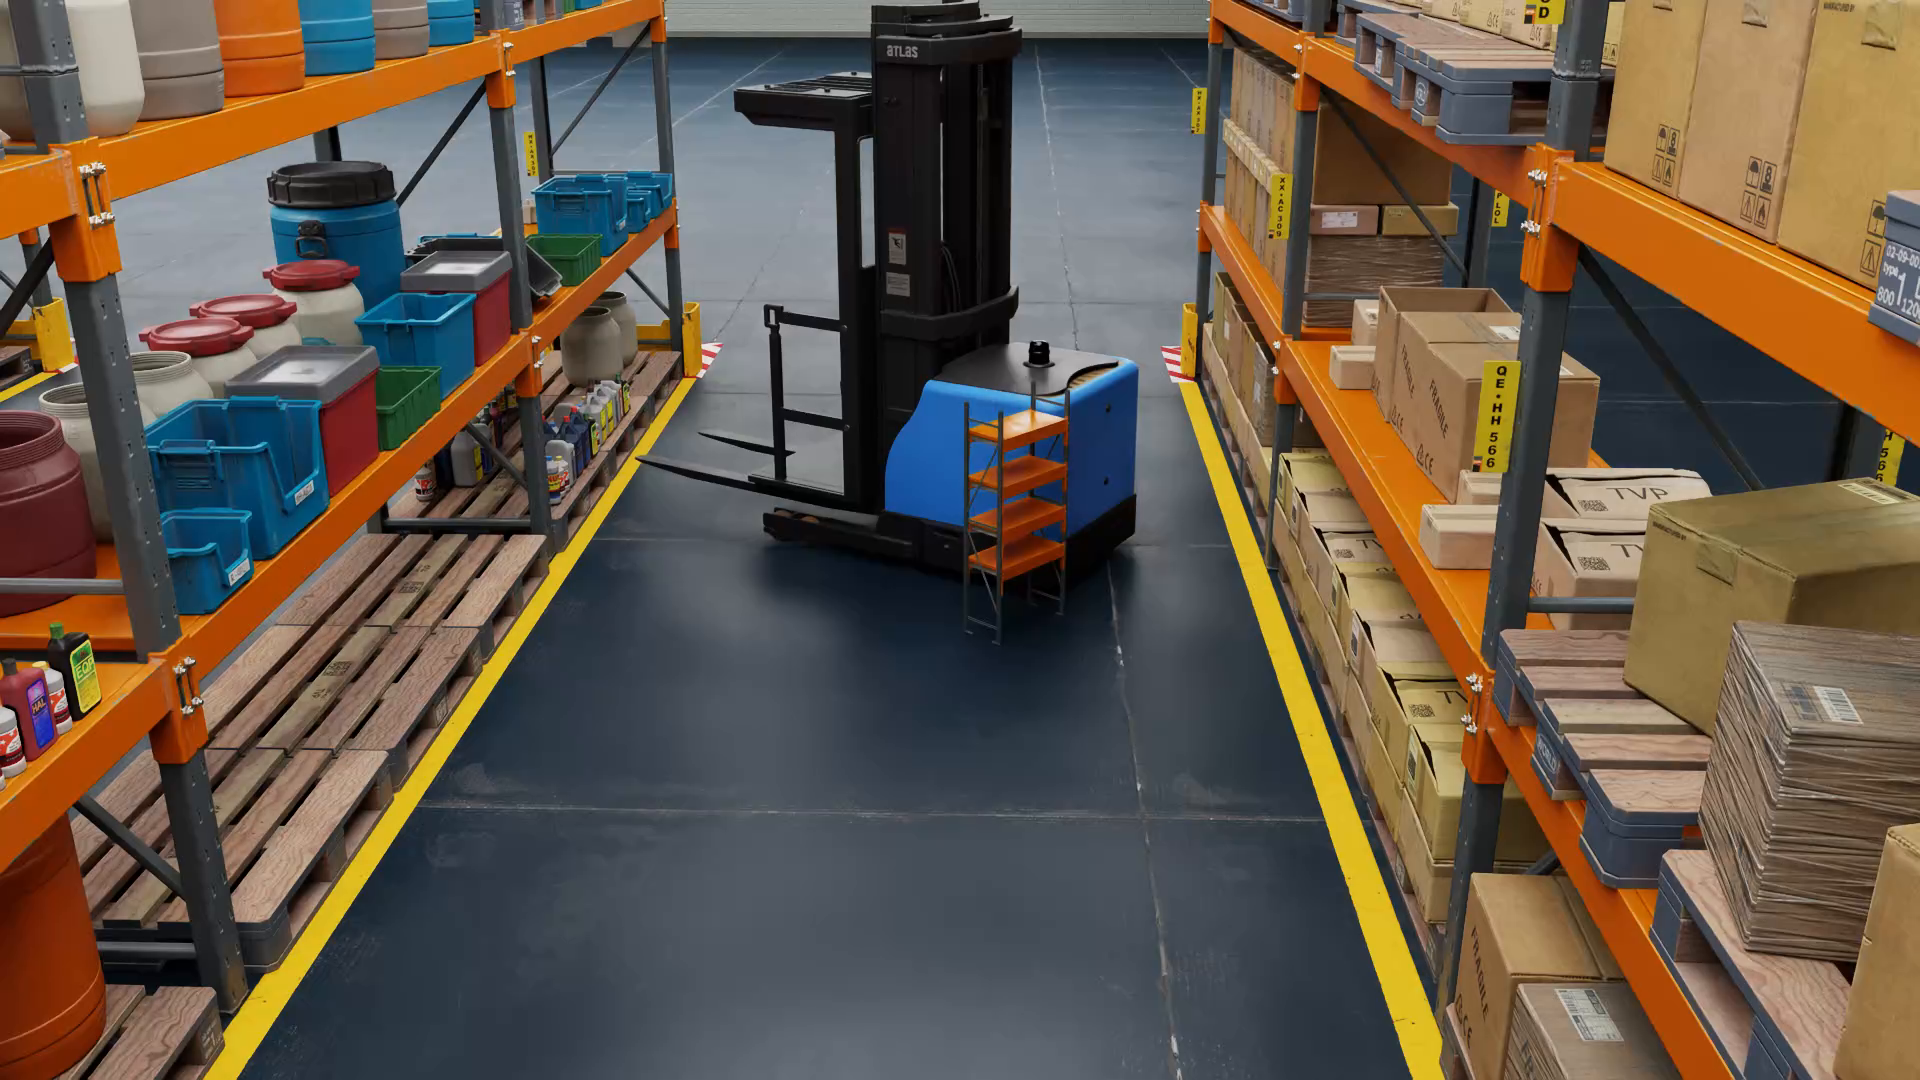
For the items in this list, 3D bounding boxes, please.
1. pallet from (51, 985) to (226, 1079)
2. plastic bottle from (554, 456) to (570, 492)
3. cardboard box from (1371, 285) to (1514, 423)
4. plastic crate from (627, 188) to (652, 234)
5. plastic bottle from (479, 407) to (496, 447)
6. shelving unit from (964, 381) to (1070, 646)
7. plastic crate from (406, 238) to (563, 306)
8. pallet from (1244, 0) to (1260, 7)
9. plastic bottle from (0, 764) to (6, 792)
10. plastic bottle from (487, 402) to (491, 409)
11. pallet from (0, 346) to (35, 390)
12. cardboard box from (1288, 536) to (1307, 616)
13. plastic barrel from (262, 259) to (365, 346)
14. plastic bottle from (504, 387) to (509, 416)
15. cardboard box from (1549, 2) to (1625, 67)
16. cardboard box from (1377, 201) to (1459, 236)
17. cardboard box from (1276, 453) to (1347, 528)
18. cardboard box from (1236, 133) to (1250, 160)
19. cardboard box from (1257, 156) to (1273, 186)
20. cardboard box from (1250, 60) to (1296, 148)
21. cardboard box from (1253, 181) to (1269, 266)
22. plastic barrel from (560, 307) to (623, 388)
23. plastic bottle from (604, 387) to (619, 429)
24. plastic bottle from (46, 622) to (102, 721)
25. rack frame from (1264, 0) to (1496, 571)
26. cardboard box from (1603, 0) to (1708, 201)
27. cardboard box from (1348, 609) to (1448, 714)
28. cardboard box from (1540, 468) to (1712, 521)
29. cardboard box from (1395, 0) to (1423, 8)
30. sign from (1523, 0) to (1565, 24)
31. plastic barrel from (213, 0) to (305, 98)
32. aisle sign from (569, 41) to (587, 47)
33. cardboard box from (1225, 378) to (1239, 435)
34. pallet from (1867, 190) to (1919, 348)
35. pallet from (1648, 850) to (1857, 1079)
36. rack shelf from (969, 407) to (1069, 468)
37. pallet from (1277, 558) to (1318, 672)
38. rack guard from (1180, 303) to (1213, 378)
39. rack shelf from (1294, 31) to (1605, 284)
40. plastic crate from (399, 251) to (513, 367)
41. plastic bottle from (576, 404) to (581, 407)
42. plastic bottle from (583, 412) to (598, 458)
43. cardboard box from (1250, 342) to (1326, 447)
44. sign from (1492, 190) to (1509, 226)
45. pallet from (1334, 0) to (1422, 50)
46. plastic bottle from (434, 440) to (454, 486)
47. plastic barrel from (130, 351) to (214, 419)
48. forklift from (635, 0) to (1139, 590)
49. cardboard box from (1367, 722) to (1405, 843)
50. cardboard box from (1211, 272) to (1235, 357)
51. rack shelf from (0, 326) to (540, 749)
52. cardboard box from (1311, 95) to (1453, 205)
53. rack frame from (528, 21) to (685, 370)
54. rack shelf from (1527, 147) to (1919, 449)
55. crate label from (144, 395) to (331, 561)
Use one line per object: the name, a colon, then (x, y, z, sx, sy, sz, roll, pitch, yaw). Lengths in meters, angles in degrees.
pallet: (-2.873, 1.731, 4.777, 1.003, 0.211, 1.213, 1, 21, 2)
plastic bottle: (-2.315, -0.386, 9.637, 0.097, 0.201, 0.097, 0, 21, 0)
cardboard box: (2.126, -0.824, 7.368, 0.500, 0.500, 0.500, 2, 21, 6)
plastic crate: (-2.389, -2.259, 11.410, 0.499, 0.251, 0.408, 1, 21, 2)
plastic bottle: (-2.919, -0.670, 10.257, 0.061, 0.283, 0.133, 1, 21, 2)
shelving unit: (0.277, -0.135, 8.218, 0.258, 1.200, 0.503, 19, 28, 40)
plastic crate: (-2.626, -1.460, 9.231, 0.767, 0.338, 0.504, 1, 21, 2)
pallet: (2.221, -3.351, 9.995, 1.003, 0.211, 1.213, 1, 21, 2)
plastic bottle: (-2.509, 0.549, 4.243, 0.097, 0.201, 0.097, 0, 21, 0)
plastic bottle: (-3.034, -0.795, 10.595, 0.097, 0.271, 0.097, 0, 21, 0)
pallet: (-7.661, -1.181, 12.281, 1.003, 0.211, 1.213, 1, 21, 2)
cardboard box: (1.905, 0.169, 8.168, 0.500, 0.250, 0.500, 1, 21, 3)
plastic barrel: (-3.018, -1.021, 7.826, 0.433, 0.535, 0.433, 0, 21, 0)
plastic bottle: (-3.040, -0.952, 10.984, 0.061, 0.283, 0.133, 1, 21, 3)
cardboard box: (2.017, -1.488, 4.698, 0.500, 0.250, 0.500, -1, 21, -2)
cardboard box: (2.383, -1.689, 8.701, 0.380, 0.149, 0.250, 1, 21, 2)
cardboard box: (1.920, -0.274, 8.534, 0.500, 0.311, 0.500, 1, 21, 2)
cardboard box: (2.052, -2.624, 11.111, 0.380, 0.149, 0.250, 0, 21, 1)
cardboard box: (2.021, -2.250, 10.147, 0.380, 0.149, 0.250, 1, 21, 3)
cardboard box: (2.250, -2.783, 10.623, 0.700, 0.500, 0.500, 1, 21, 2)
cardboard box: (2.232, -2.010, 10.424, 0.700, 0.500, 0.500, 1, 21, 3)
plastic barrel: (-2.607, -1.363, 11.755, 0.421, 0.512, 0.421, 0, 21, 0)
plastic bottle: (-2.305, -0.873, 10.789, 0.152, 0.276, 0.135, 0, 21, 0)
plastic bottle: (-2.477, 0.350, 4.641, 0.061, 0.283, 0.133, 1, 21, 2)
rack frame: (2.182, -1.245, 8.592, 1.000, 3.000, 0.127, 1, 21, 2)
cardboard box: (2.080, -1.086, 3.896, 0.910, 0.500, 0.500, 1, 21, 2)
cardboard box: (1.857, 0.463, 6.634, 0.500, 0.311, 0.500, 0, 21, 1)
cardboard box: (2.281, -0.079, 5.709, 0.500, 0.311, 0.500, 0, 21, 1)
cardboard box: (2.139, -2.348, 6.915, 0.500, 0.250, 0.500, -1, 21, -4)
sign: (1.505, -1.485, 4.237, 0.100, 0.325, 0.005, 1, 21, 2)
plastic barrel: (-2.629, -1.985, 5.757, 0.600, 0.830, 0.708, 1, 21, 2)
aisle sign: (-2.938, -3.989, 12.068, 0.394, 0.787, 0.004, 1, 21, 2)
cardboard box: (2.017, -0.872, 10.850, 0.500, 0.250, 0.500, 1, 21, 2)
pallet: (2.057, -0.274, 2.201, 1.213, 0.211, 1.003, 1, 21, 2)
pallet: (2.005, 0.994, 3.087, 1.003, 0.211, 1.213, 1, 21, 2)
rack shelf: (0.277, -0.501, 8.076, 0.258, 0.148, 0.480, 19, 28, 40)
pallet: (2.198, 0.321, 8.409, 1.003, 0.211, 1.213, 1, 21, 2)
rack guard: (2.304, -1.535, 12.794, 1.175, 0.500, 0.348, 1, 21, 2)
rack shelf: (2.121, -1.585, 6.316, 1.077, 0.370, 4.000, 1, 21, 2)
plastic crate: (-2.478, -1.153, 8.264, 0.402, 0.464, 0.583, 1, 21, 2)
plastic bottle: (-2.428, -0.764, 10.611, 0.097, 0.201, 0.097, 0, 21, 0)
plastic bottle: (-2.278, -0.655, 10.217, 0.061, 0.283, 0.133, 2, 21, 4)
cardboard box: (2.004, -0.860, 9.782, 0.500, 0.500, 0.500, 1, 21, 2)
sign: (2.724, -1.746, 8.390, 0.100, 0.325, 0.005, 1, 21, 2)
pallet: (2.168, -2.236, 7.262, 0.805, 0.209, 1.217, 0, 21, -1)
plastic bottle: (-3.038, -0.507, 9.744, 0.144, 0.351, 0.185, 0, 21, 0)
plastic barrel: (-3.060, -0.434, 6.345, 0.421, 0.512, 0.421, 0, 21, 0)
forklift: (-0.533, -1.483, 9.299, 3.031, 2.935, 1.130, 12, 24, 29)
cardboard box: (1.844, 0.908, 6.264, 0.500, 0.250, 0.500, 0, 21, 1)
cardboard box: (2.051, -1.583, 11.646, 0.500, 0.500, 0.500, 1, 21, 2)
rack shelf: (-2.830, -0.243, 7.002, 1.077, 0.370, 4.000, 1, 21, 2)
cardboard box: (2.189, -2.057, 8.753, 0.700, 0.500, 0.500, 1, 21, 2)
rack frame: (-2.648, -2.748, 12.463, 1.000, 3.000, 0.127, 1, 21, 2)
rack shelf: (1.999, -0.139, 2.588, 1.077, 0.370, 4.000, 1, 21, 2)
crate label: (-2.591, -0.228, 5.920, 0.502, 0.435, 0.616, 1, 21, 2)
